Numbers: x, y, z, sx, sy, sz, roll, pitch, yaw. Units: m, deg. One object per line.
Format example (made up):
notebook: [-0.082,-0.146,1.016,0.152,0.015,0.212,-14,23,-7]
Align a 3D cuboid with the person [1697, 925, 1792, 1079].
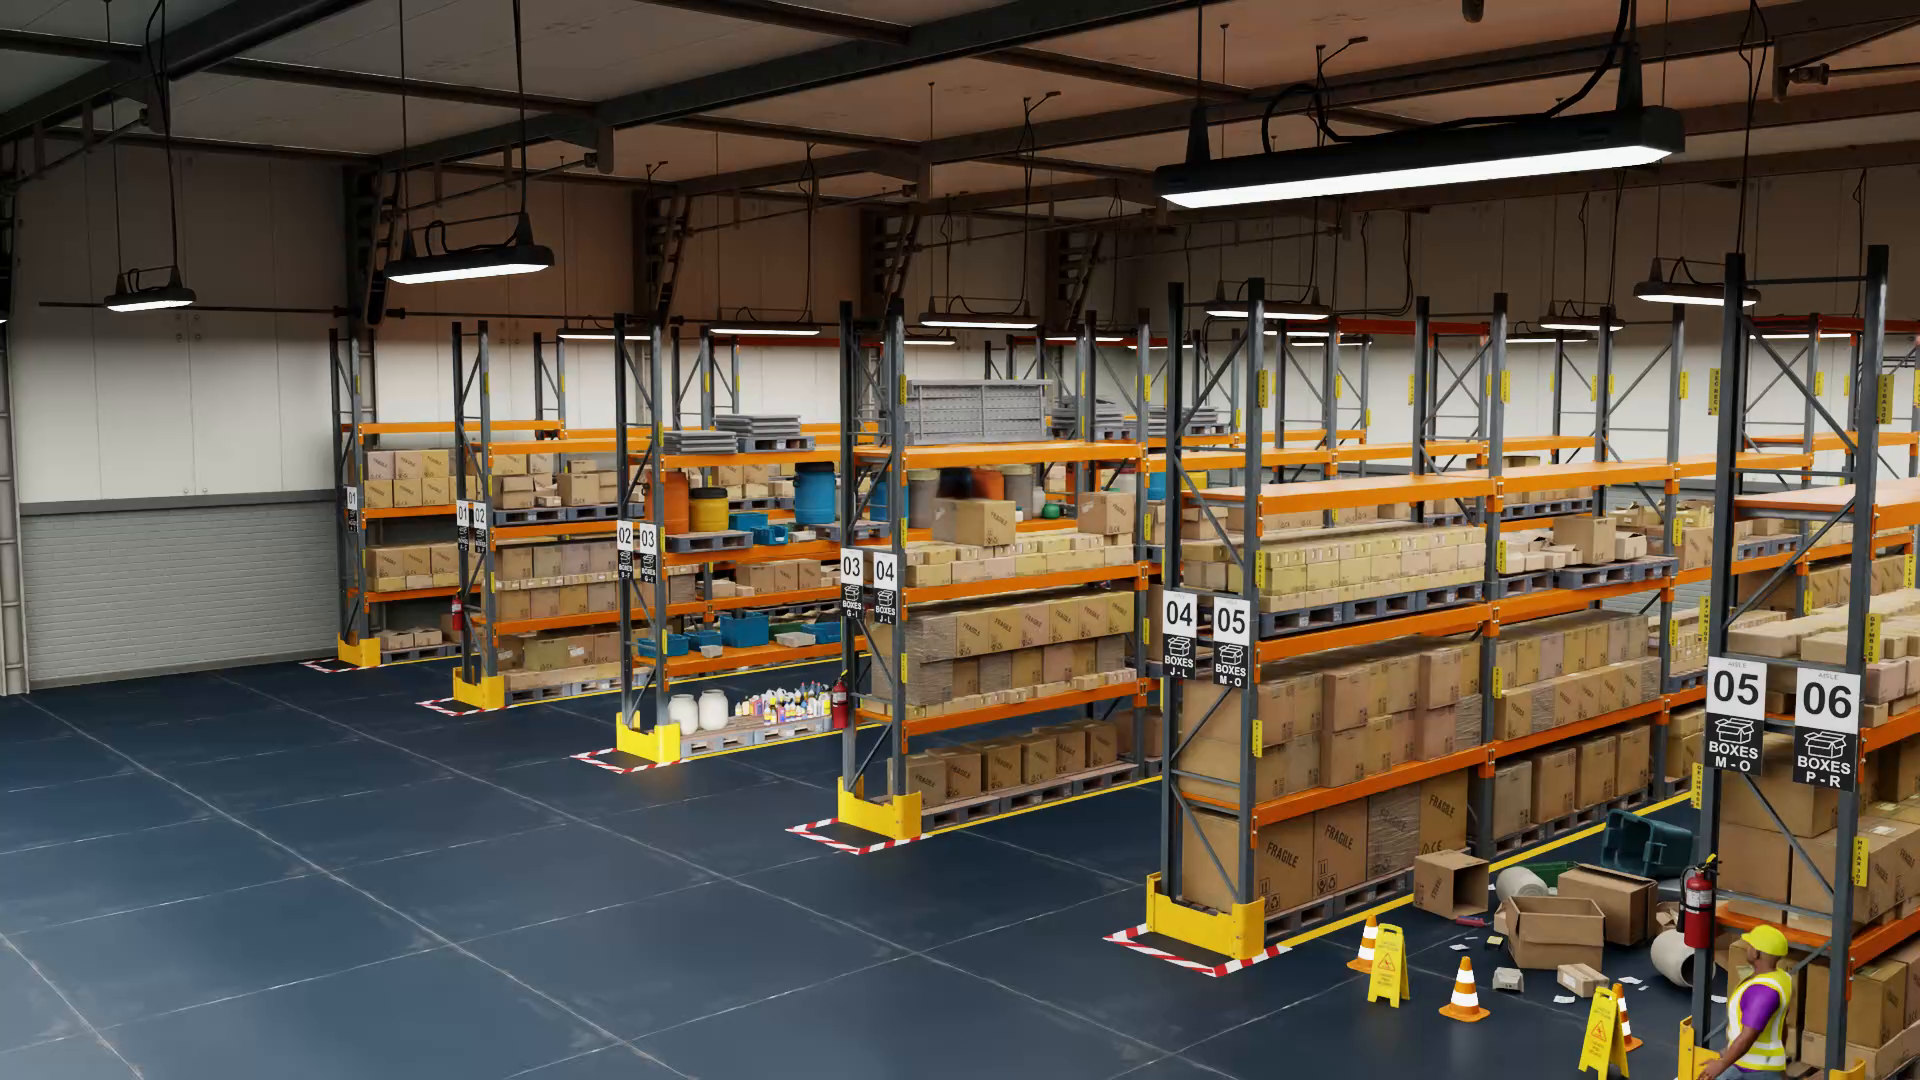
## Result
person: [4.960,3.275,10.474,1.040,1.723,0.547,2,6,15]
